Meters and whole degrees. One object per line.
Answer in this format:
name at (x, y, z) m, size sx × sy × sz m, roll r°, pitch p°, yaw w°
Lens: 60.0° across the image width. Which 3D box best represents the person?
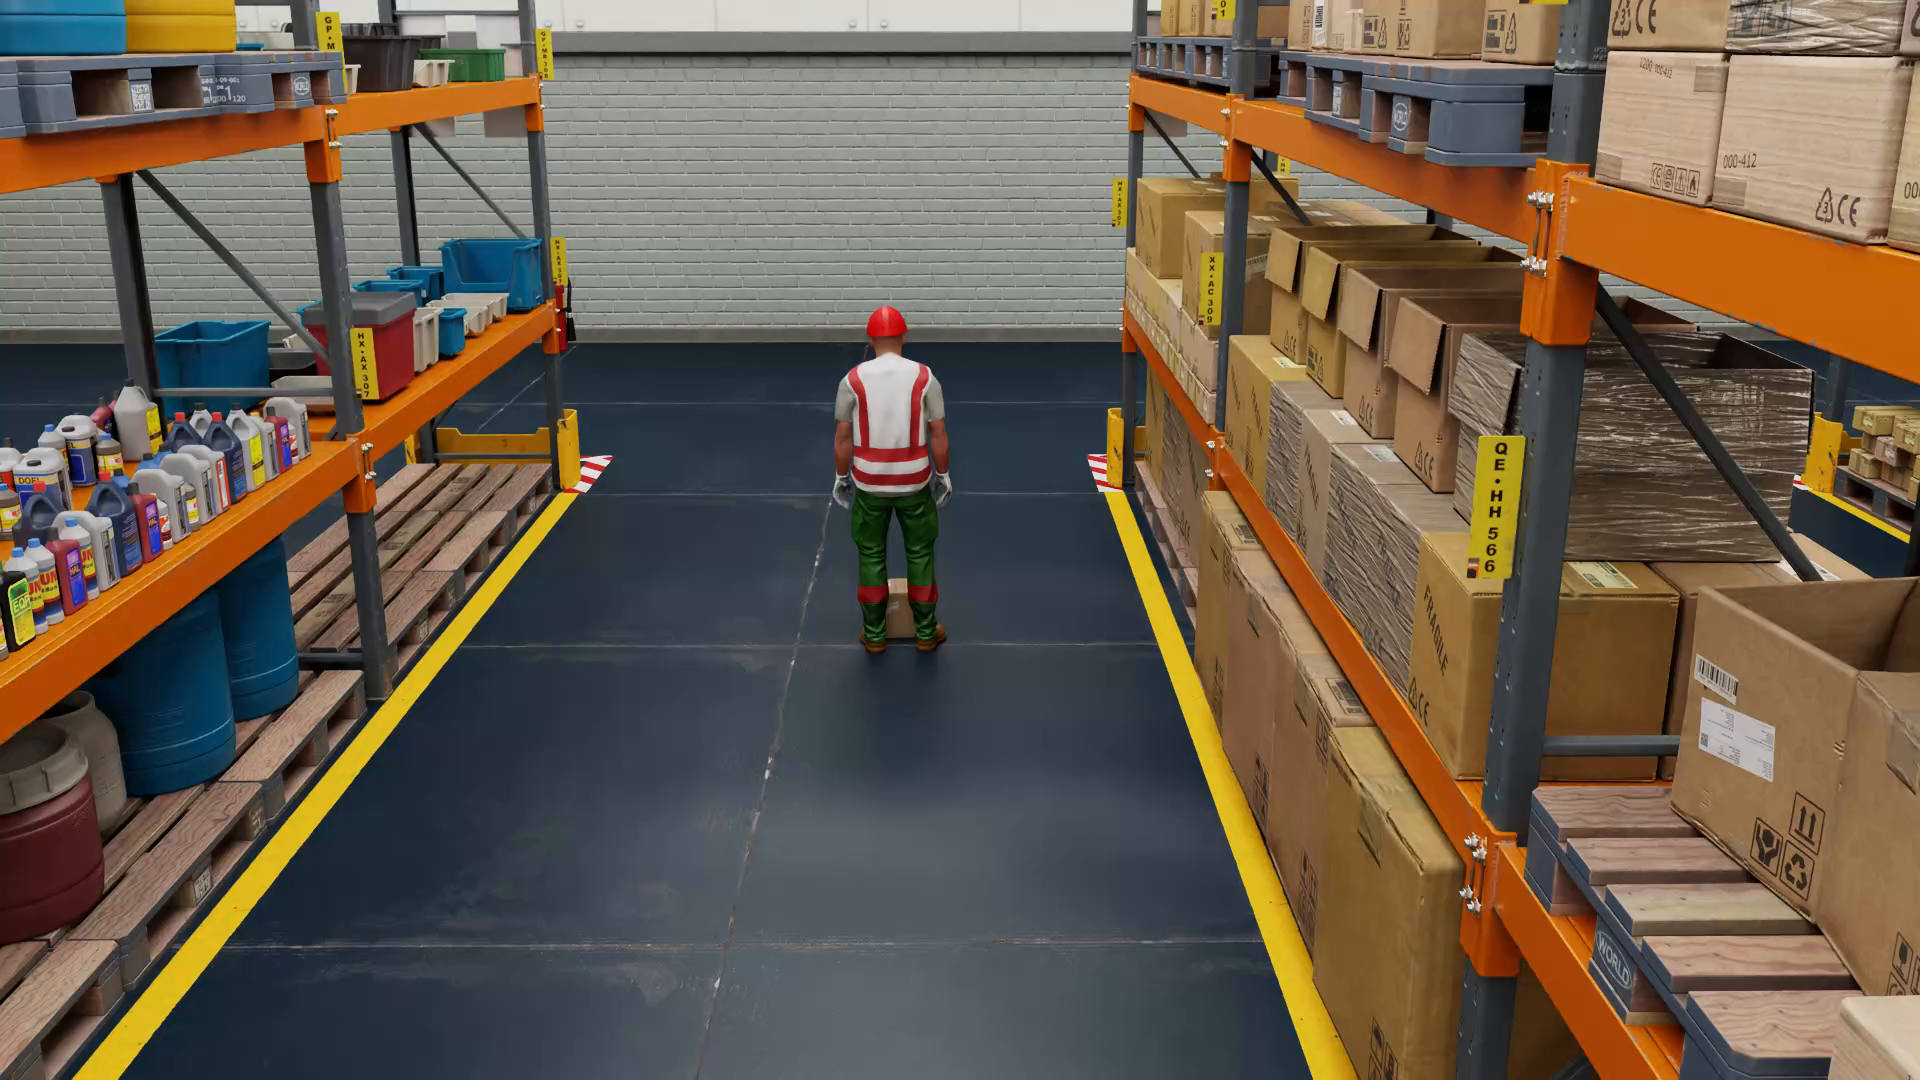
person at (-0.344, -0.298, 8.501) m, size 0.611 × 1.776 × 0.455 m, roll 0°, pitch 17°, yaw -1°
